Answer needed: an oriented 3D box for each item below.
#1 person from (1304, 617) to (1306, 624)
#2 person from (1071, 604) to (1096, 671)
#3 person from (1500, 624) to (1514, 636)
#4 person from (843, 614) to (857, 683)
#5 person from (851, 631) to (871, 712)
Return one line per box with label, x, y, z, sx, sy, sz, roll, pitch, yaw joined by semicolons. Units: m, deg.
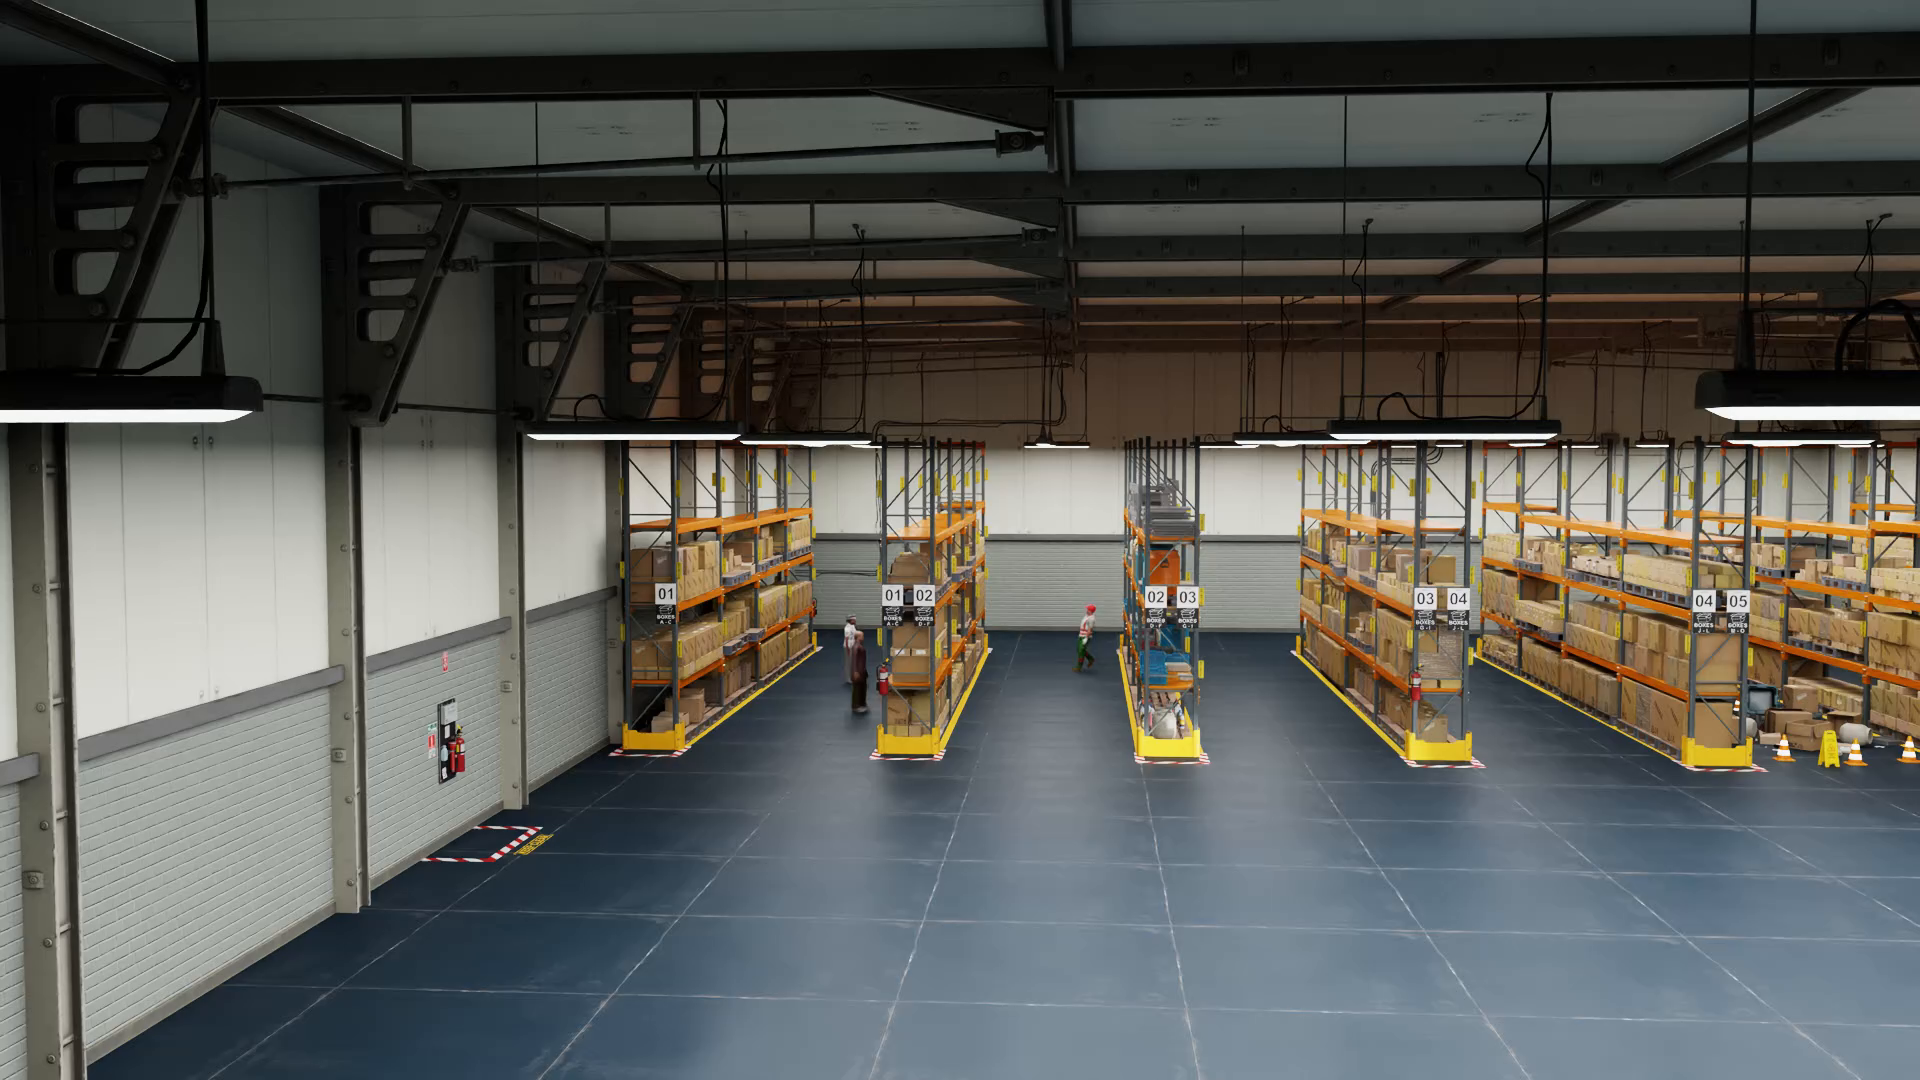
person;10.302;2.240;48.523;0.583;1.789;0.455;1;3;26
person;3.236;2.542;43.333;0.832;1.745;0.620;-1;3;-25
person;16.174;2.267;49.264;0.589;1.685;0.381;1;3;26
person;-2.714;2.717;41.253;0.350;1.751;0.533;1;3;21
person;-2.185;2.908;36.501;0.409;1.833;0.668;0;3;9
